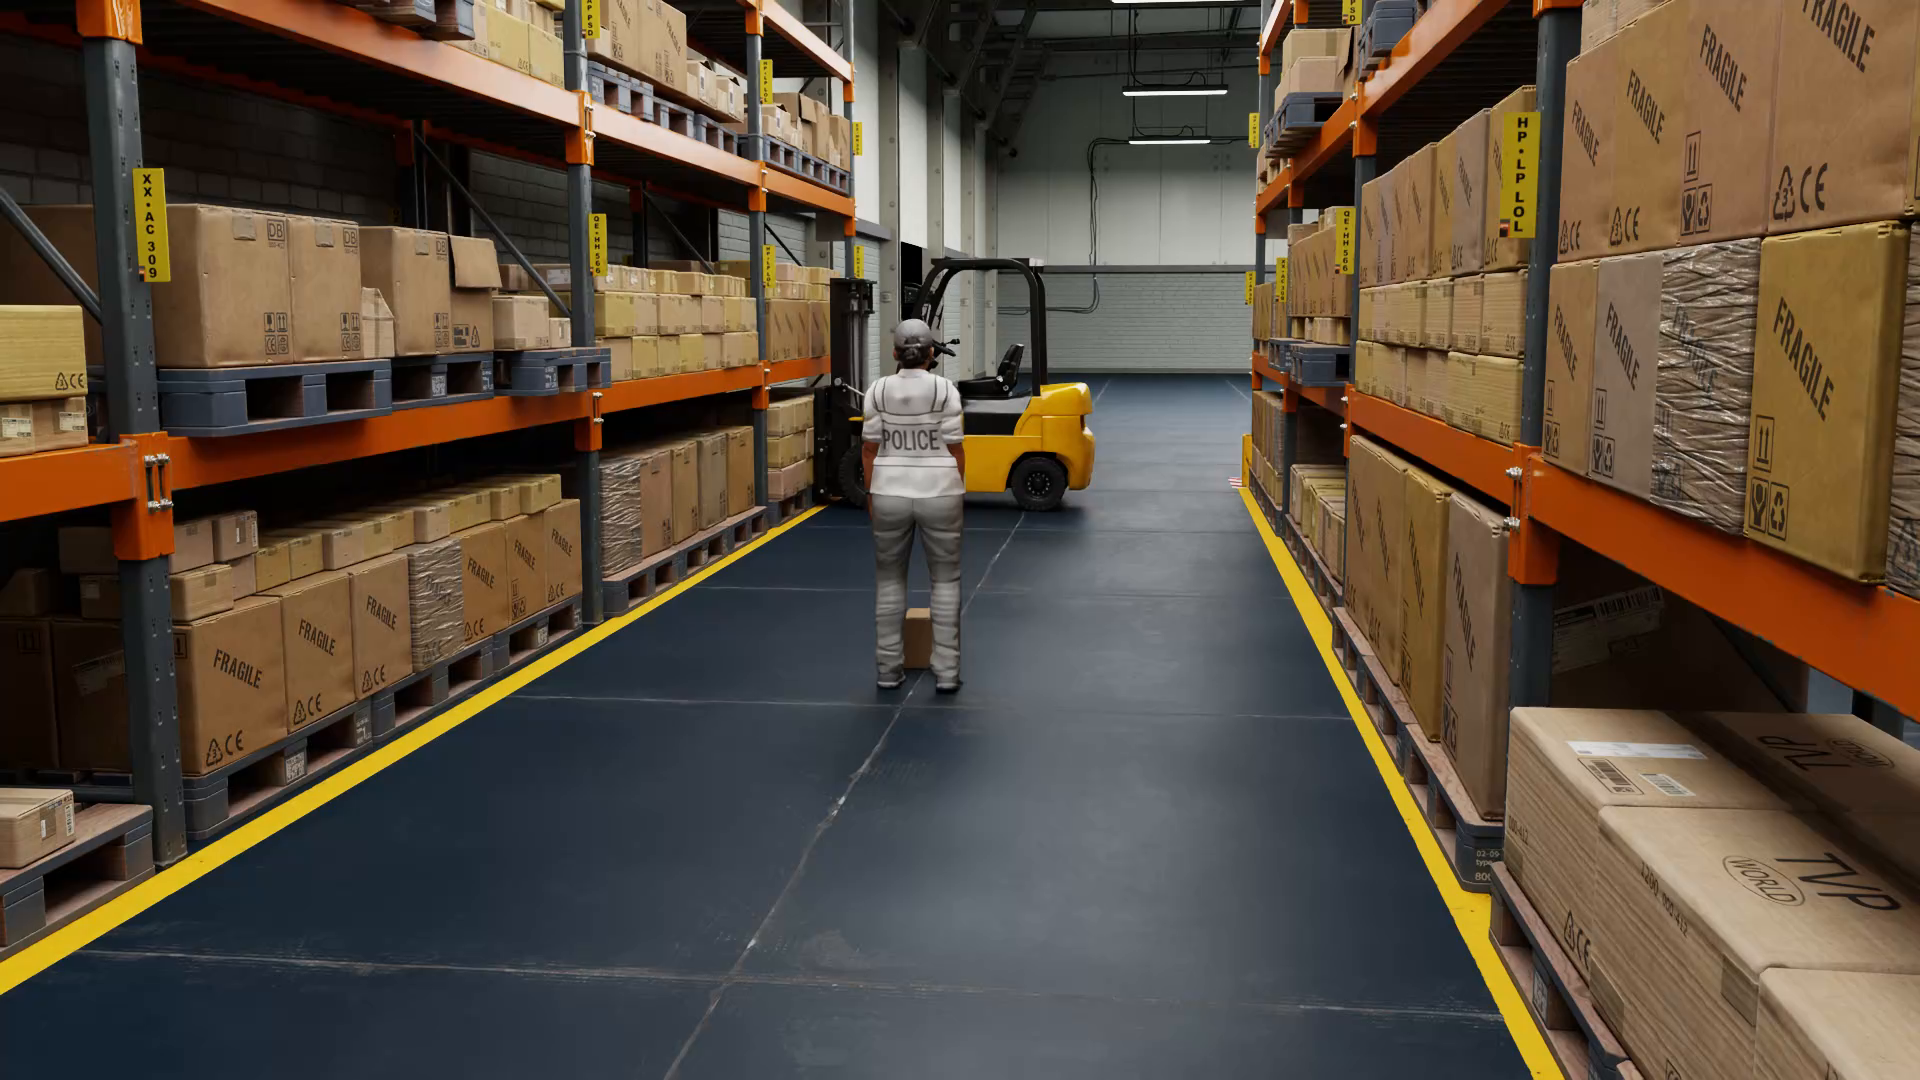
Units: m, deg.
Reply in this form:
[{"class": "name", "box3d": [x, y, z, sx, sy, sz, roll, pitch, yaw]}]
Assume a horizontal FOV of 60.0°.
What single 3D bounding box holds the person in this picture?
[{"class": "person", "box3d": [-0.204, -0.147, 7.501, 0.468, 1.684, 0.368, 1, 8, 8]}]
